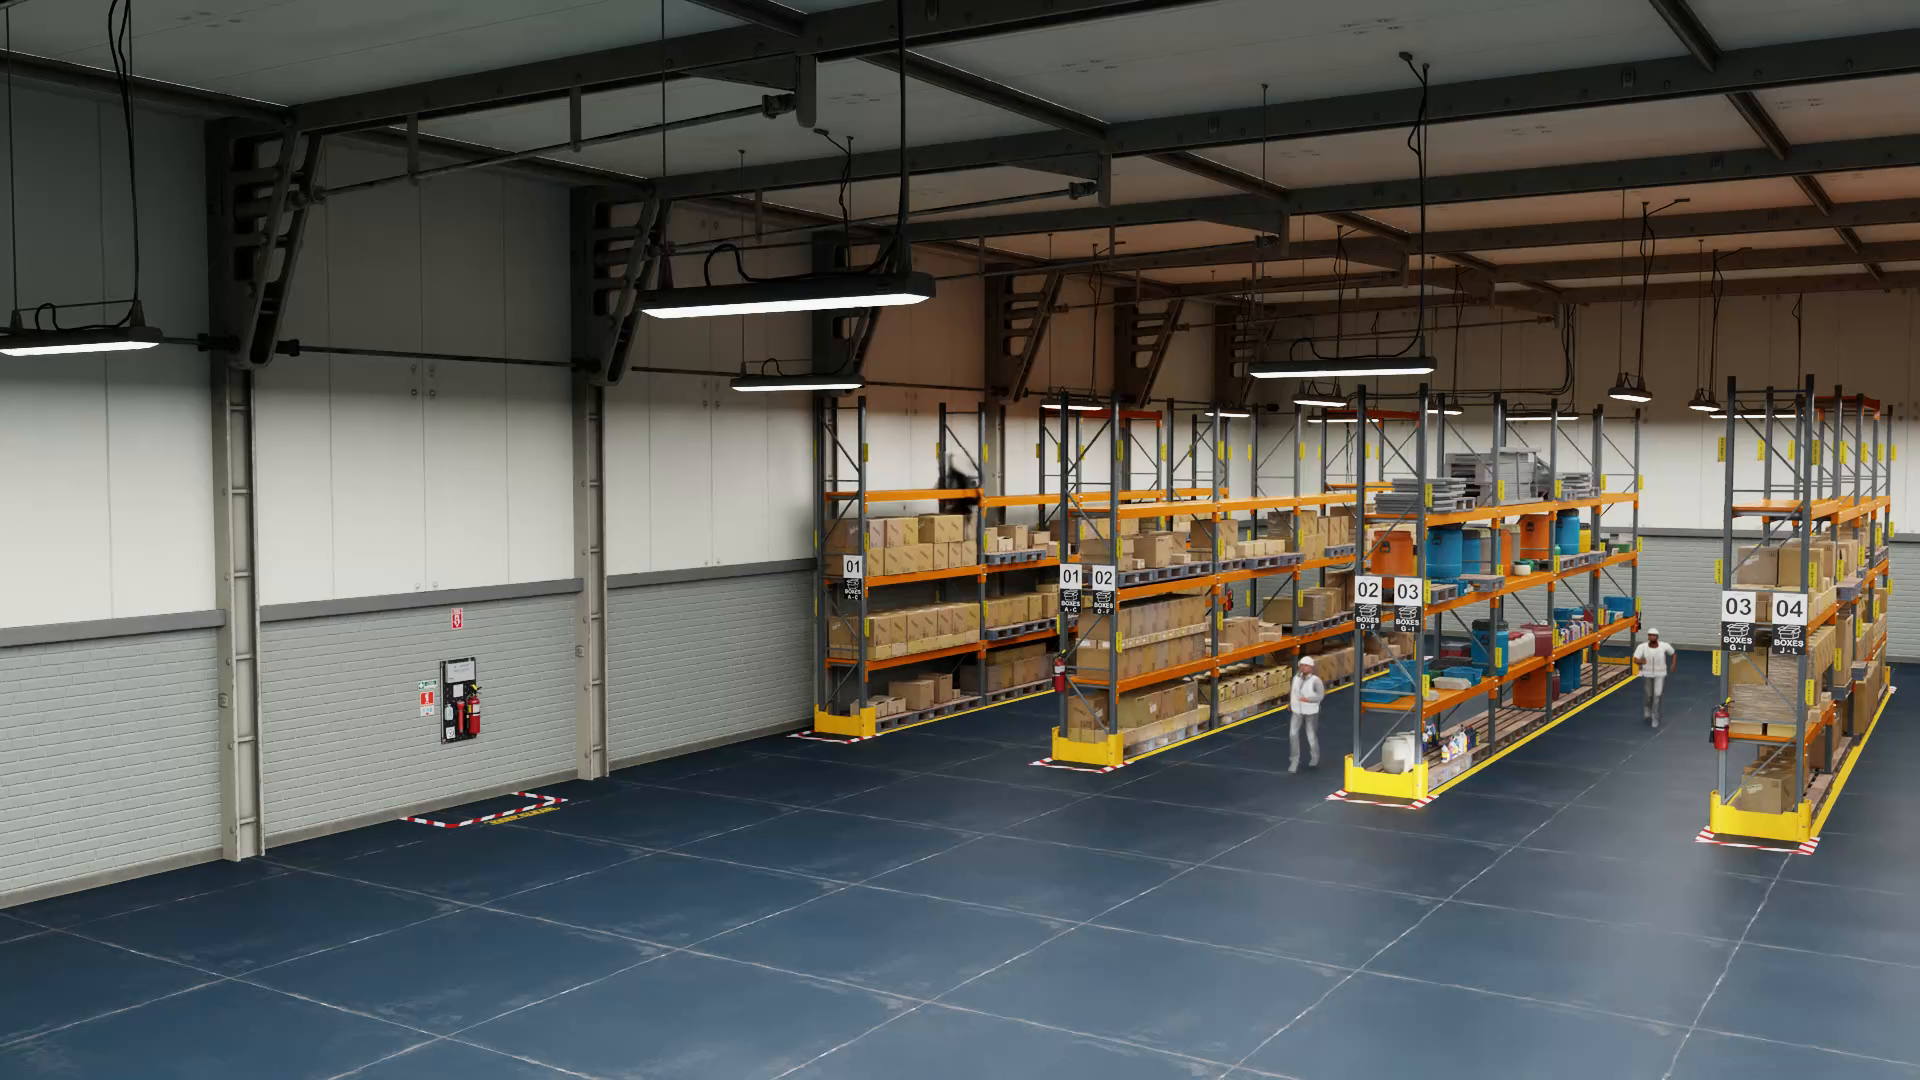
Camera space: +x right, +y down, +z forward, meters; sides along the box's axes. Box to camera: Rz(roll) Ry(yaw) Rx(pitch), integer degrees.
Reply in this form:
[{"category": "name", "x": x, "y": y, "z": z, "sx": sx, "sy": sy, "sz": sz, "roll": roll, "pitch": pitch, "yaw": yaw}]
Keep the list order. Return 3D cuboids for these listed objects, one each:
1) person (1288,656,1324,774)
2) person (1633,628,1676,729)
[{"category": "person", "x": 5.440, "y": 2.740, "z": 26.179, "sx": 0.633, "sy": 1.828, "sz": 0.791, "roll": 2, "pitch": 4, "yaw": 32}, {"category": "person", "x": 12.779, "y": 2.510, "z": 30.608, "sx": 0.712, "sy": 1.801, "sz": 0.948, "roll": 2, "pitch": 3, "yaw": 29}]
